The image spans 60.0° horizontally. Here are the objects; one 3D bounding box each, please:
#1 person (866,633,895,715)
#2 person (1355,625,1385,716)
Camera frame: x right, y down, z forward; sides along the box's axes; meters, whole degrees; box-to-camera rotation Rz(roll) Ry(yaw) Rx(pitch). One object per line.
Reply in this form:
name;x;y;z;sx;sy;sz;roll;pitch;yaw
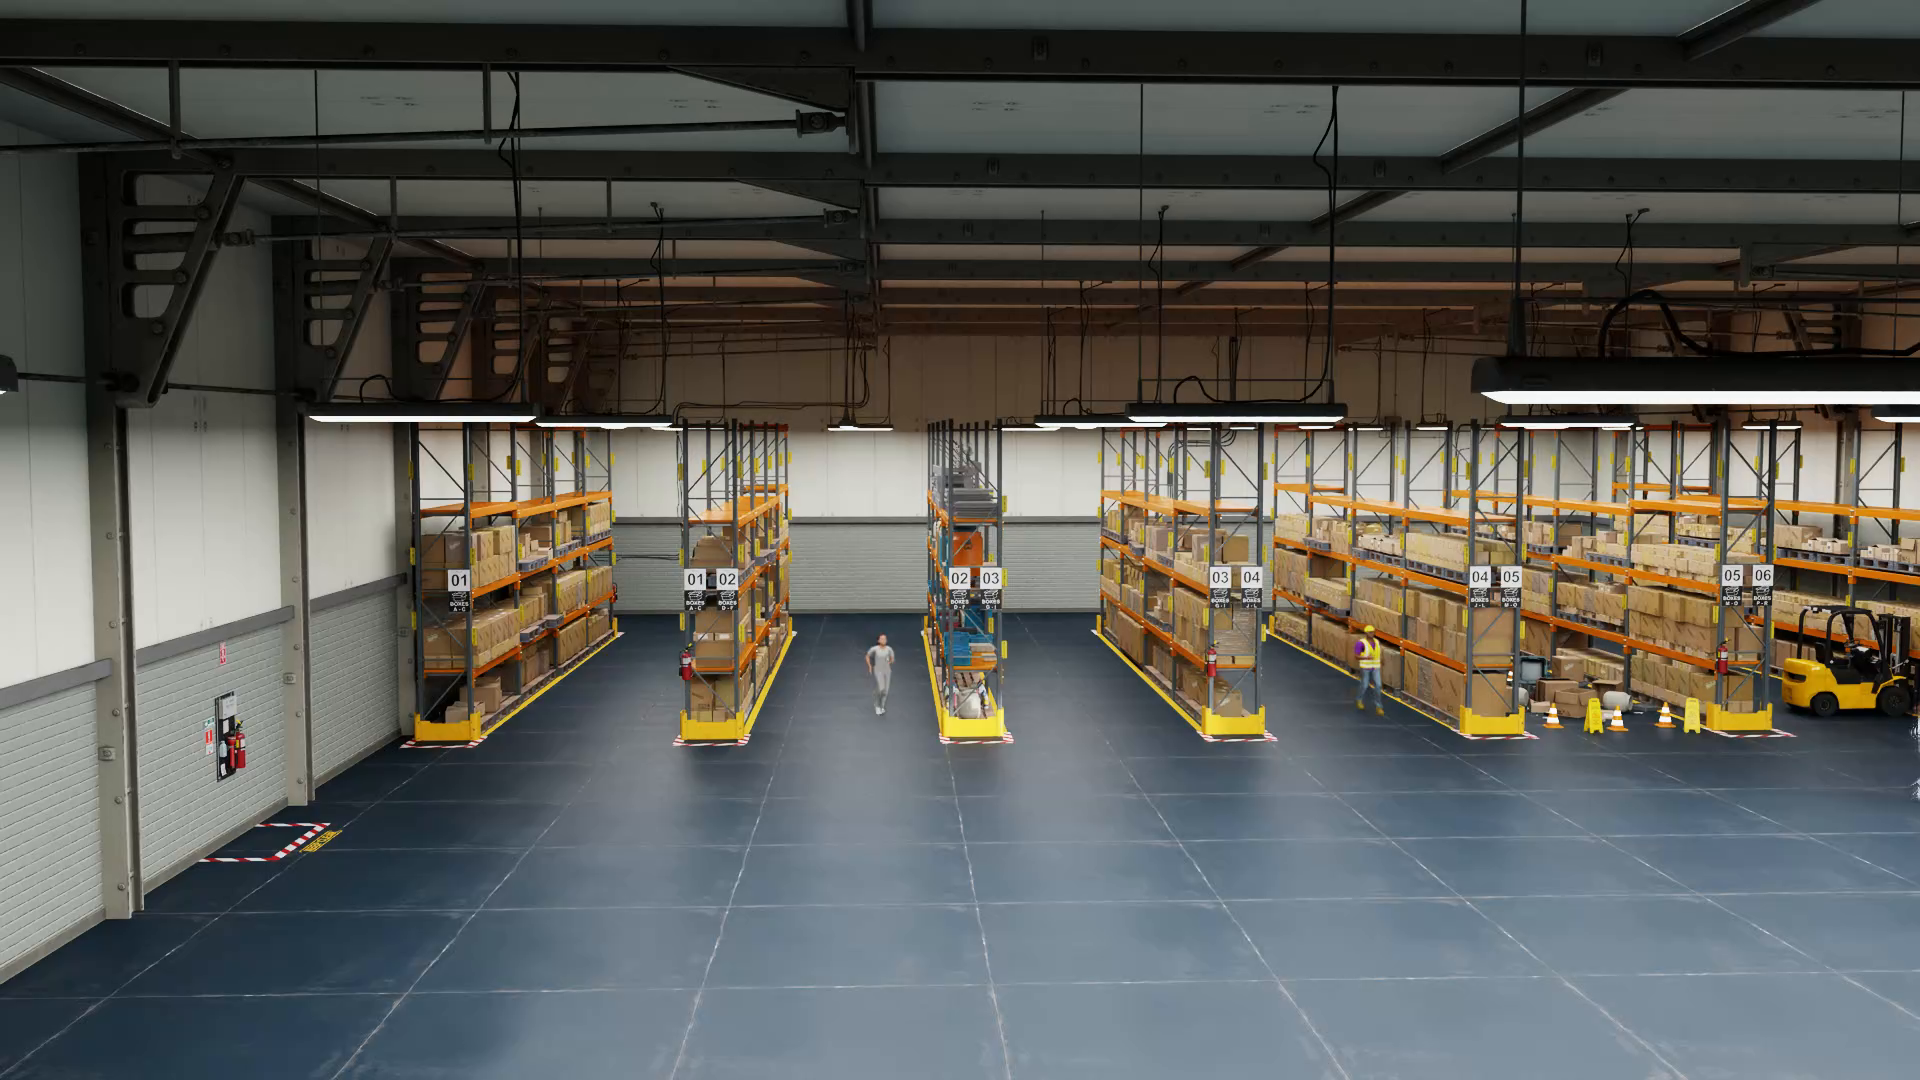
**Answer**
person;-1.587;2.722;33.771;0.537;1.659;0.670;-1;4;-22
person;8.369;2.640;33.992;0.689;1.795;0.928;-1;4;-12
